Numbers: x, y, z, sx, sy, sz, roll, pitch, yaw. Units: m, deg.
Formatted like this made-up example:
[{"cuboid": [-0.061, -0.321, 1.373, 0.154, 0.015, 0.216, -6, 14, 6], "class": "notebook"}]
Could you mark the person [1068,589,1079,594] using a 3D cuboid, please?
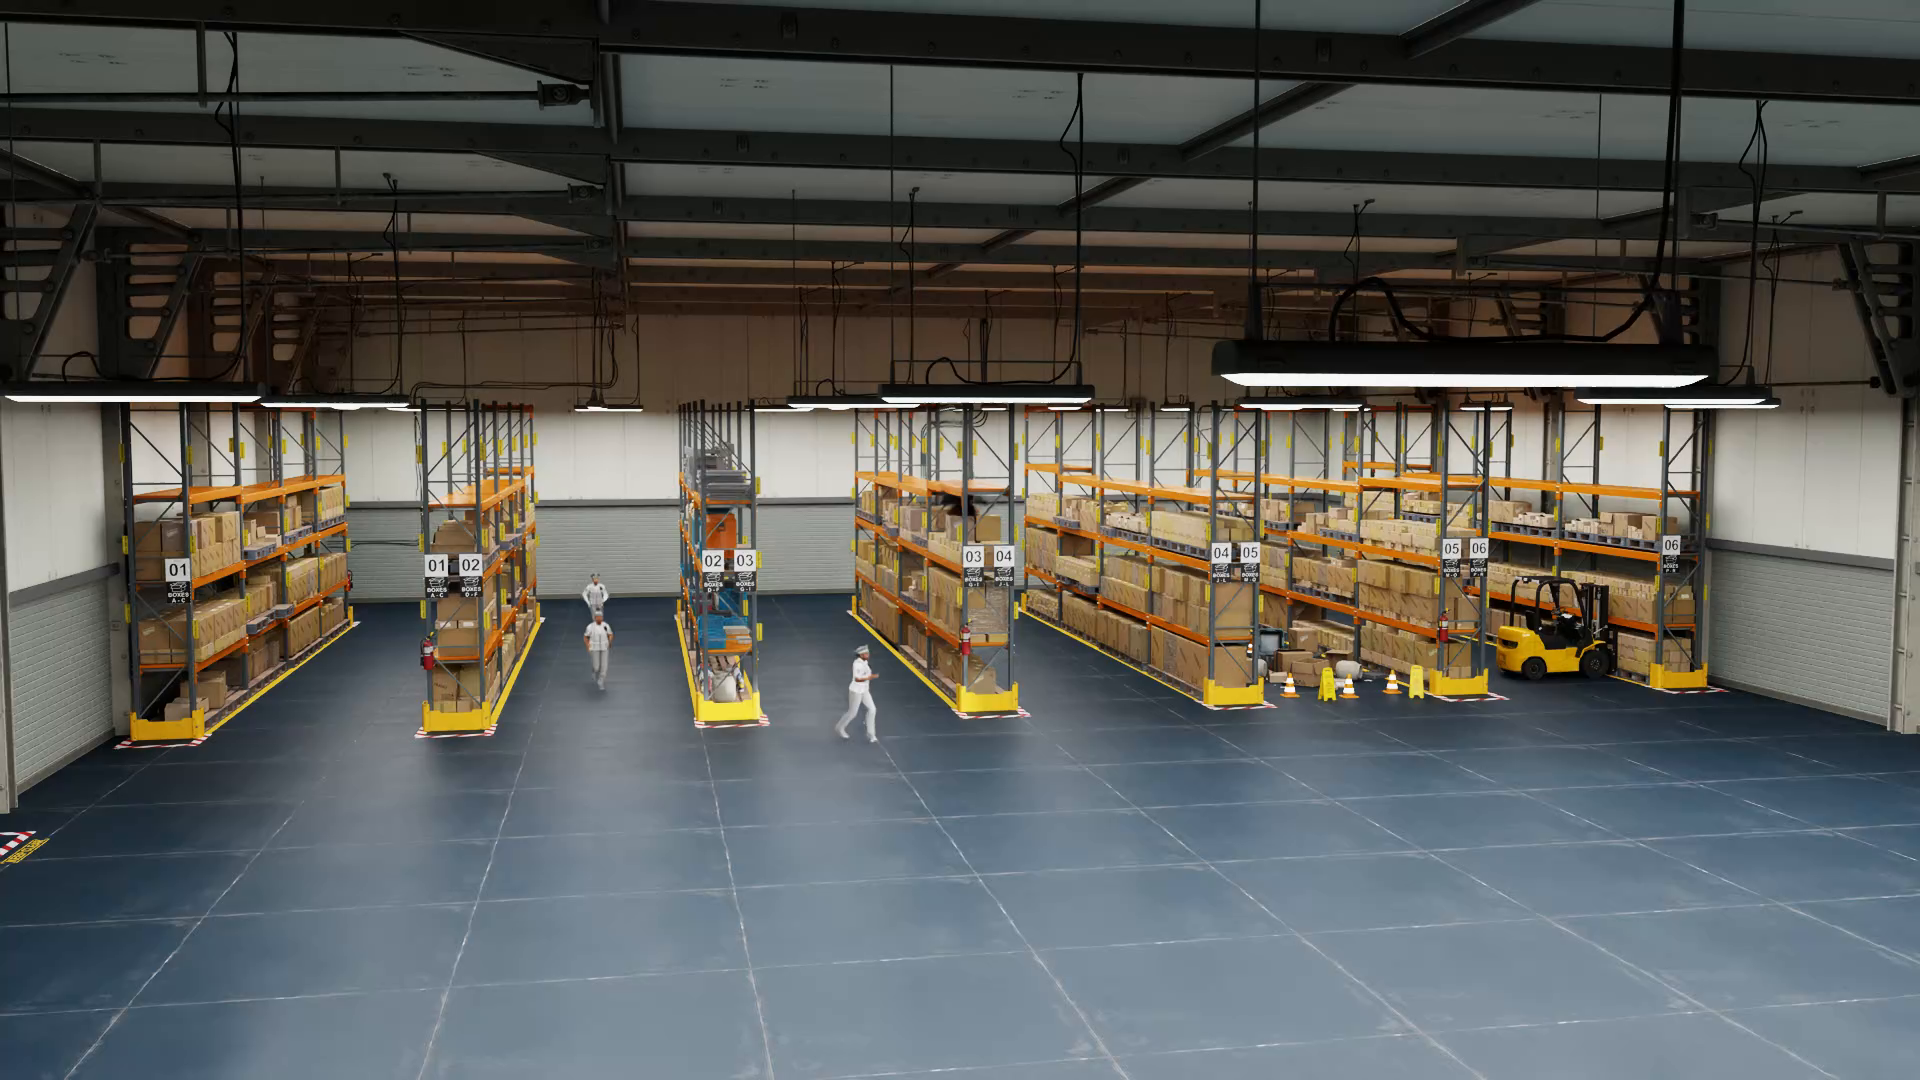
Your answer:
[{"cuboid": [3.406, 1.136, 49.409, 0.898, 1.802, 0.730, 2, 5, 27], "class": "person"}]

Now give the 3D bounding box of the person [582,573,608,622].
[{"cuboid": [-9.363, 1.680, 42.722, 0.641, 1.681, 0.692, -2, 5, -22], "class": "person"}]

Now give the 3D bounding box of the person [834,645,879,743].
[{"cuboid": [-1.809, 2.702, 29.106, 0.845, 1.767, 0.562, 2, 5, 21], "class": "person"}]

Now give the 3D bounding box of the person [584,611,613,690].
[{"cuboid": [-7.572, 2.305, 34.845, 0.596, 1.617, 0.575, -2, 5, -21], "class": "person"}]
